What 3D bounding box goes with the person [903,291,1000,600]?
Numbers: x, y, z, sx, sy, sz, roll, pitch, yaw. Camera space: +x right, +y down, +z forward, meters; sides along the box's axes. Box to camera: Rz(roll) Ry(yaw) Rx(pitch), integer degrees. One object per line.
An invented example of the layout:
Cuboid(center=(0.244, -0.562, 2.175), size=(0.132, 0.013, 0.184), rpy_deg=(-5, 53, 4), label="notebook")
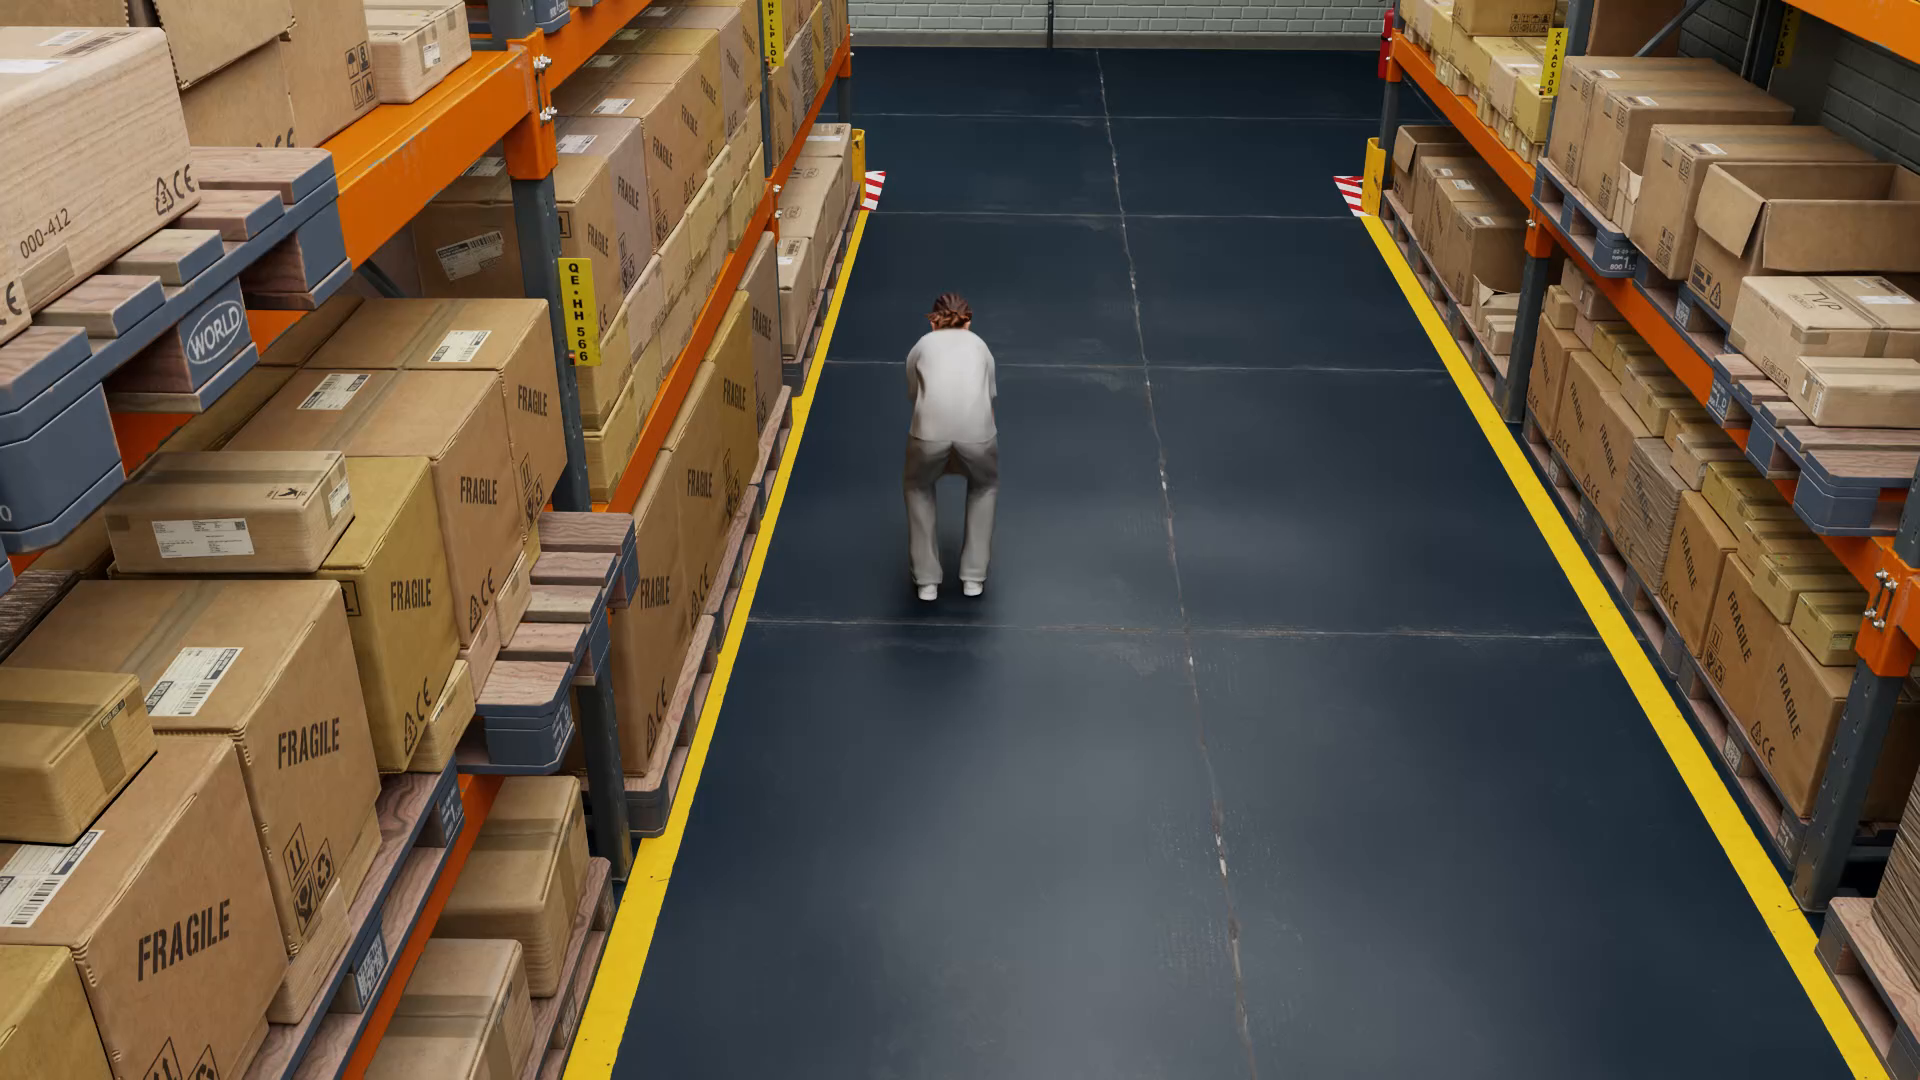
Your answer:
Cuboid(center=(-0.038, -0.411, 7.384), size=(0.428, 1.217, 0.836), rpy_deg=(0, 28, 0), label="person")
